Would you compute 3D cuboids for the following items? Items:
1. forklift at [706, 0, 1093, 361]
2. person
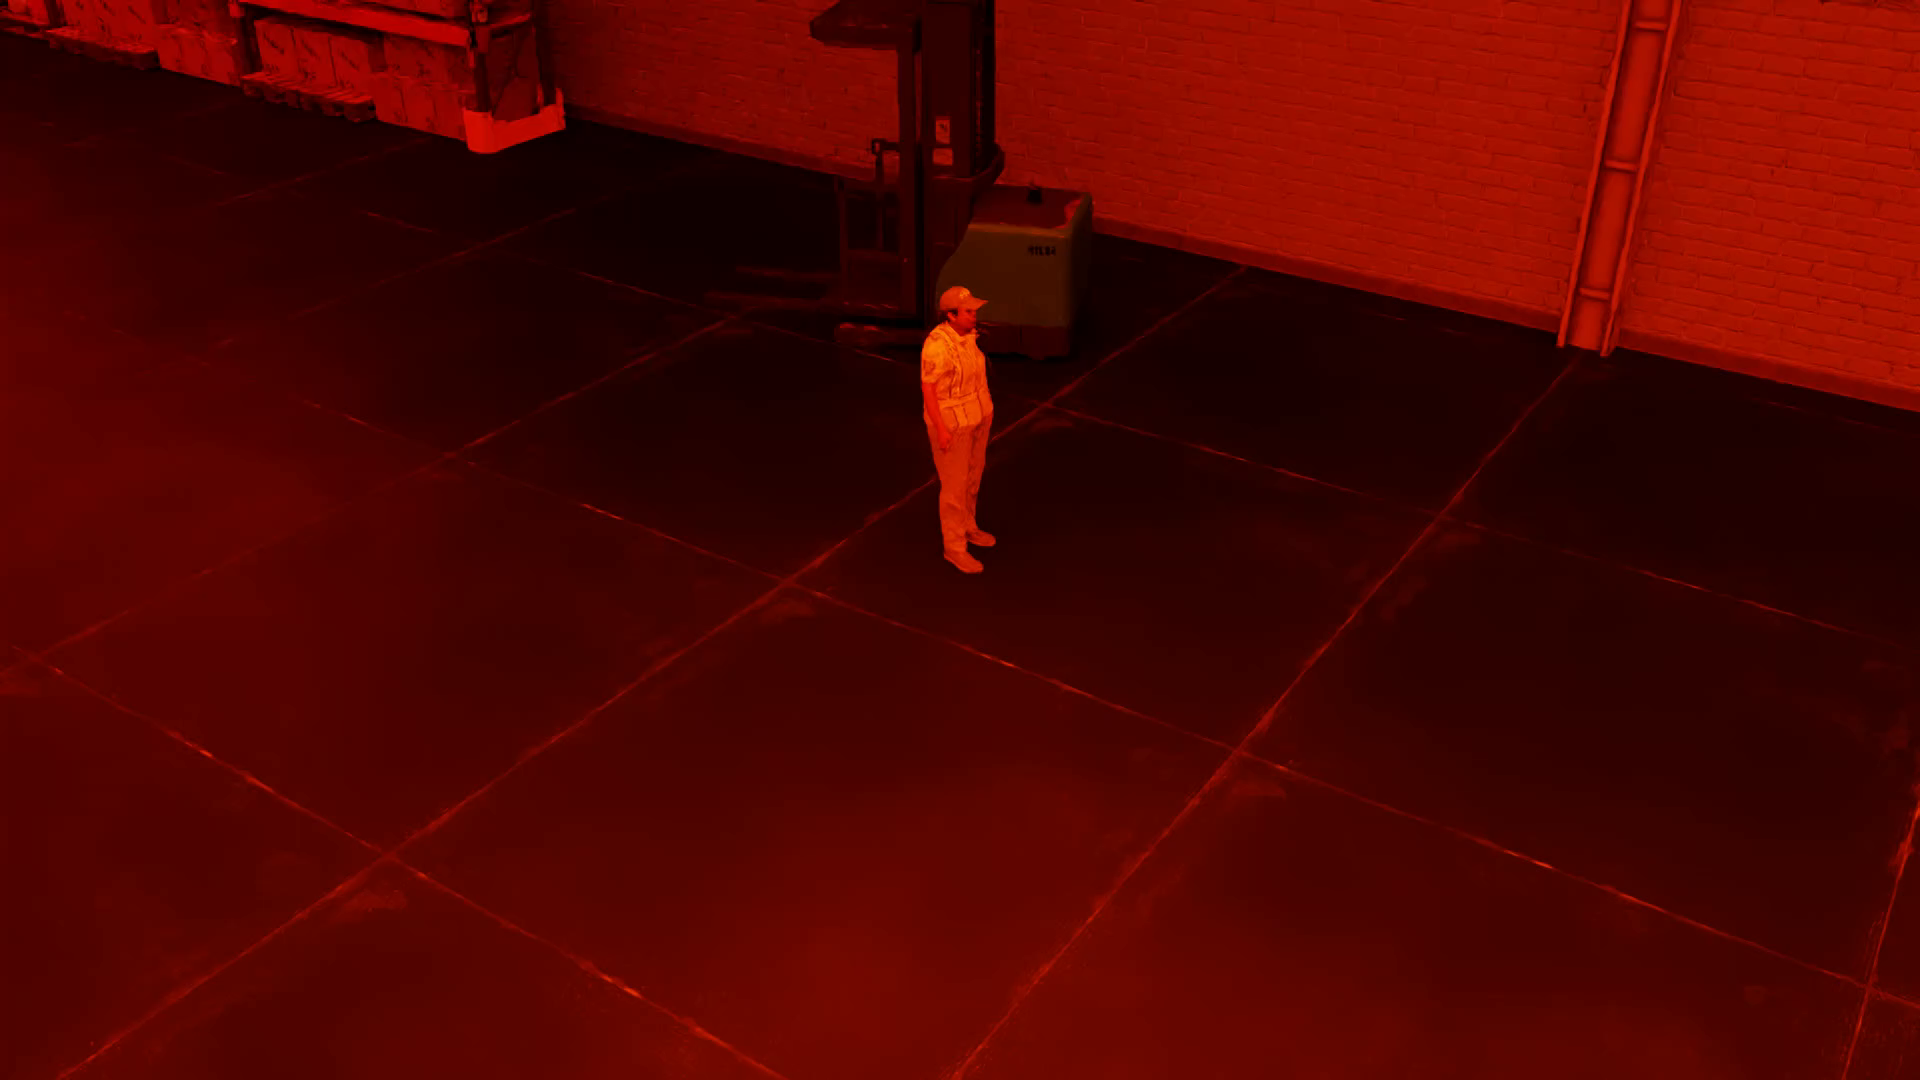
[{"bbox_3d":[-0.512,-3.039,12.814,3.031,2.935,1.130,7,31,12],"label":"forklift"},{"bbox_3d":[0.051,-0.696,10.025,0.529,1.669,0.598,19,35,29],"label":"person"}]
